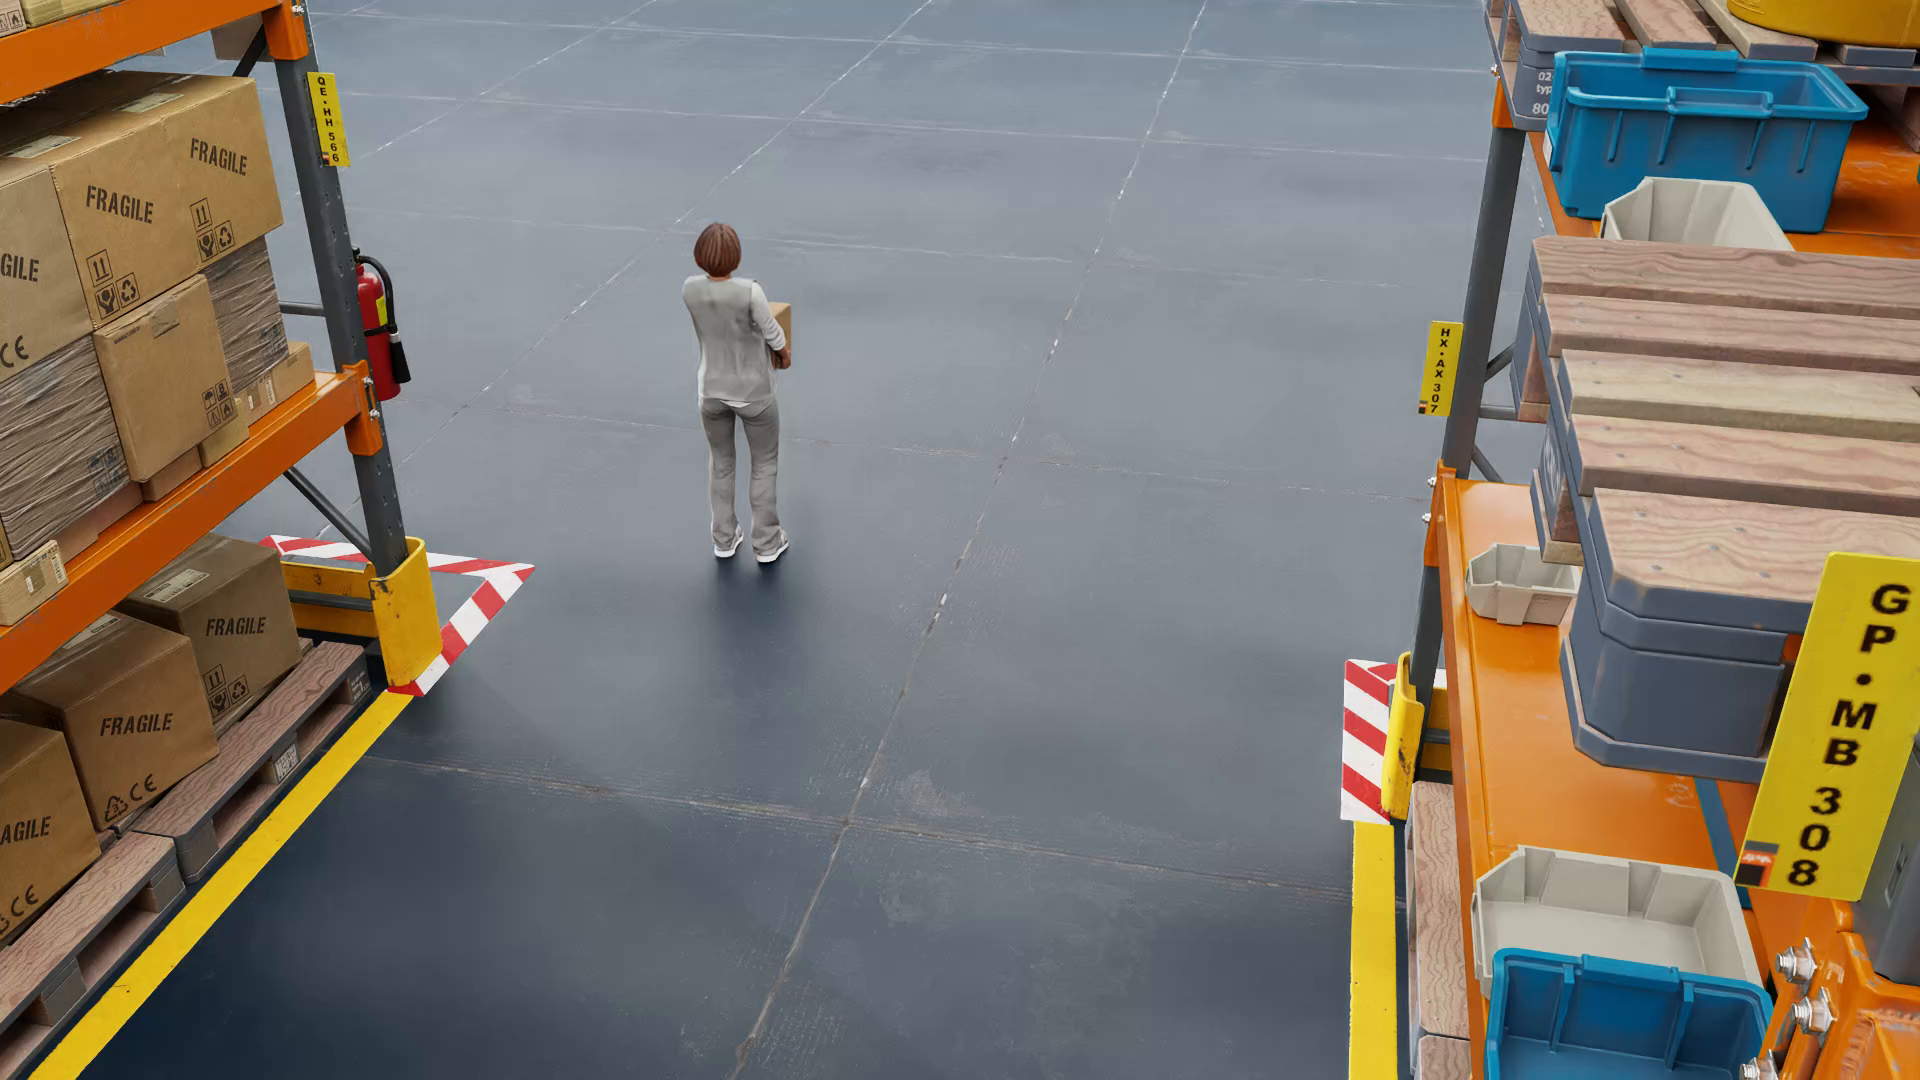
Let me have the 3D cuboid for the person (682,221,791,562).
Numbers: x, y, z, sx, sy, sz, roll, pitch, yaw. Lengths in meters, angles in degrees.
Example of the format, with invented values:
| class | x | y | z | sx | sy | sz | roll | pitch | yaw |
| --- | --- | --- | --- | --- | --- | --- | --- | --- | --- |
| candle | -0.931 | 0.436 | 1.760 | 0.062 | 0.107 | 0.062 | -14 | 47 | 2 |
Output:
| class | x | y | z | sx | sy | sz | roll | pitch | yaw |
| --- | --- | --- | --- | --- | --- | --- | --- | --- | --- |
| person | -0.956 | -0.677 | 7.355 | 0.404 | 1.591 | 0.497 | 7 | 30 | 12 |
